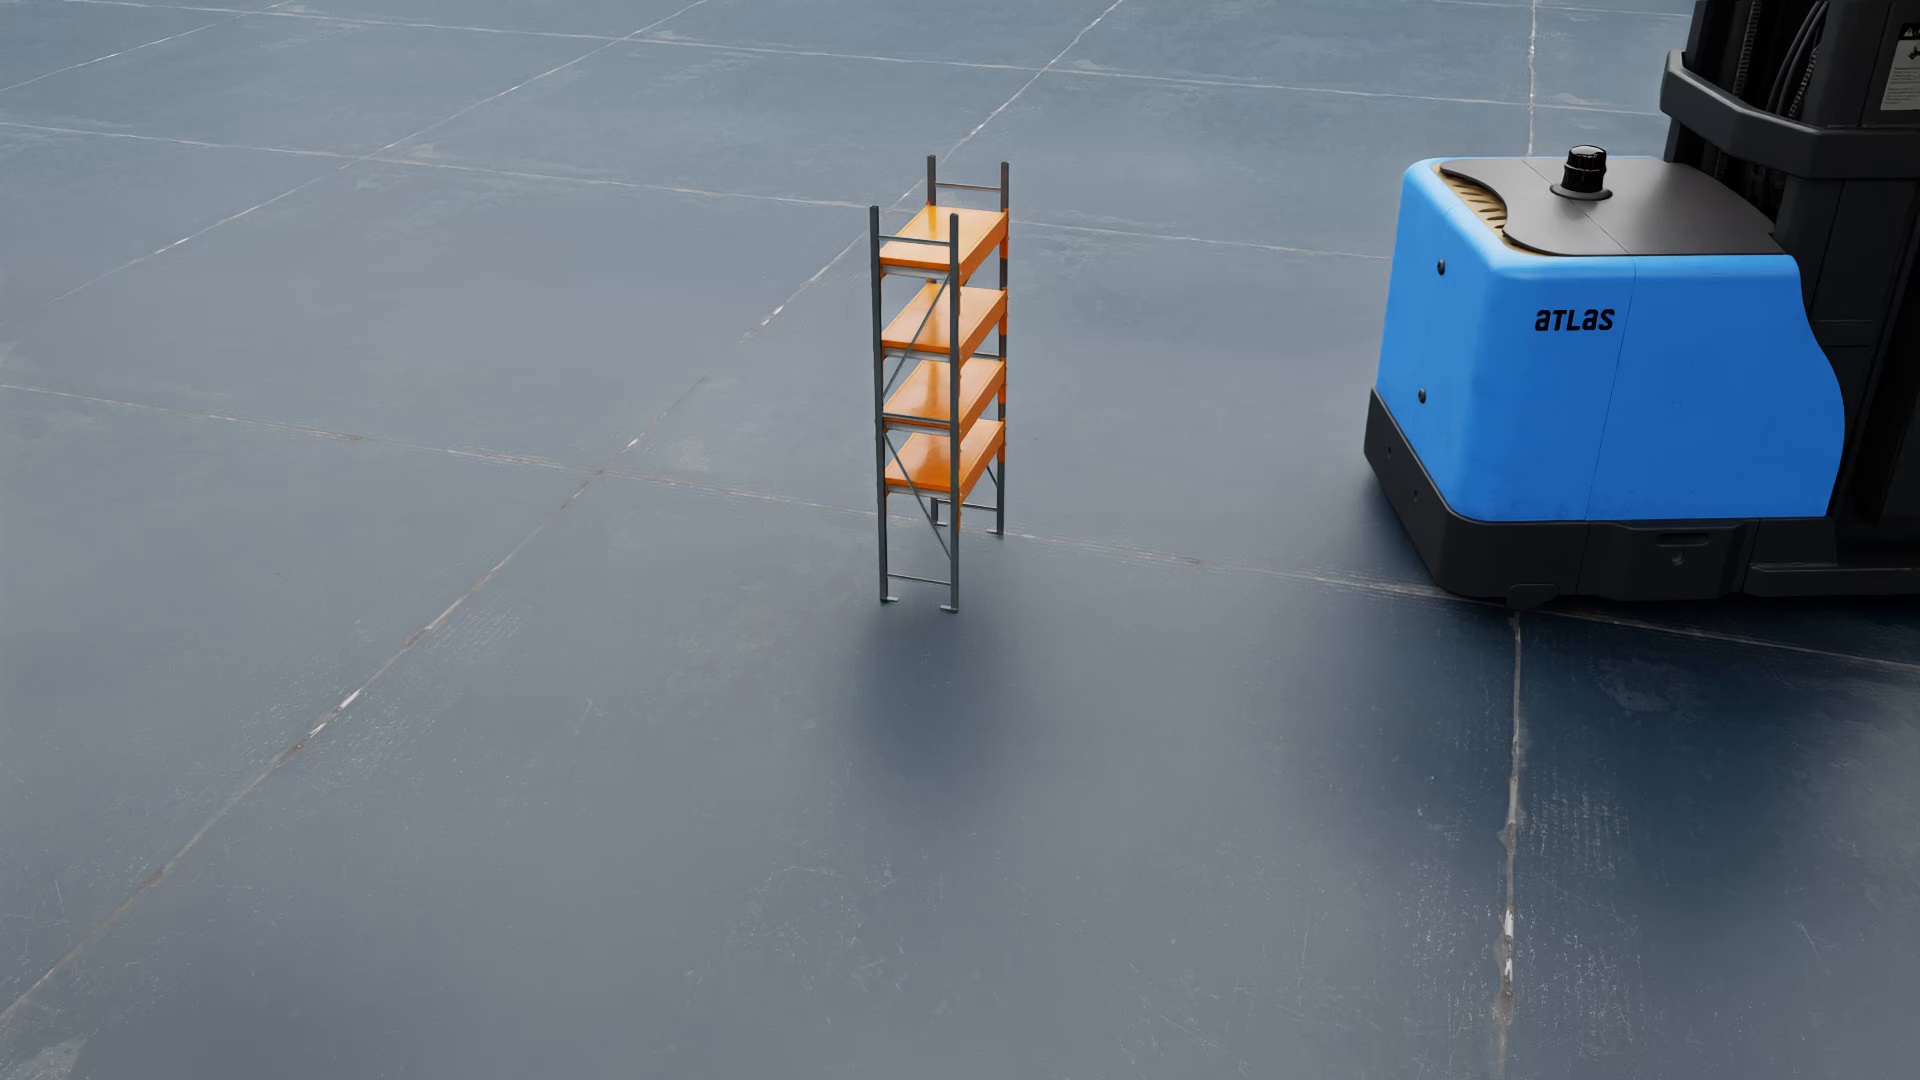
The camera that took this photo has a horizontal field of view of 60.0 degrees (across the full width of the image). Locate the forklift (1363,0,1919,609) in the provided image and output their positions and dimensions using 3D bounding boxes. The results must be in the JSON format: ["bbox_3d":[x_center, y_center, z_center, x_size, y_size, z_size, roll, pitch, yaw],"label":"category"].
[{"bbox_3d":[2.895,-1.331,4.628,3.031,2.935,1.130,-1,29,-2],"label":"forklift"}]

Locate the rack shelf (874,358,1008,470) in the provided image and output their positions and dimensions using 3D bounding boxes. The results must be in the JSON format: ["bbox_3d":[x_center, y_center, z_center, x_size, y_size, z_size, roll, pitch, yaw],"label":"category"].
[{"bbox_3d":[-0.049,-0.389,4.853,0.258,0.148,0.480,8,30,15],"label":"rack shelf"}]

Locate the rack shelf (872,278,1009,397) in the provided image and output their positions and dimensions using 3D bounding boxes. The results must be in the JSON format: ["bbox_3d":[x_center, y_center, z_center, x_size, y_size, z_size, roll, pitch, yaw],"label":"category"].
[{"bbox_3d":[-0.049,-0.584,4.744,0.258,0.148,0.480,8,30,15],"label":"rack shelf"}]

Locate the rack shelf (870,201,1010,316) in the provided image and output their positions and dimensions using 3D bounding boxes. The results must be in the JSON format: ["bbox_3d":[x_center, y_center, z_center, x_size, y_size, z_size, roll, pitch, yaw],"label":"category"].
[{"bbox_3d":[-0.049,-0.791,4.629,0.258,0.148,0.480,8,30,15],"label":"rack shelf"}]

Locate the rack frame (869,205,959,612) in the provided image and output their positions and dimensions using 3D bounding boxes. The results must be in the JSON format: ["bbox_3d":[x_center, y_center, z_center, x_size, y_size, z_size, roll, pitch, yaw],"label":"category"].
[{"bbox_3d":[-0.120,-0.334,4.616,0.240,1.200,0.015,8,30,15],"label":"rack frame"}]

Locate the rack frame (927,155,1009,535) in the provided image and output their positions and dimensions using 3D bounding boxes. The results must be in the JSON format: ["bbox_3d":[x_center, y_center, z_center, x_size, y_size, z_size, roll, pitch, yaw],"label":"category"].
[{"bbox_3d":[0.023,-0.561,5.024,0.240,1.200,0.015,8,30,15],"label":"rack frame"}]

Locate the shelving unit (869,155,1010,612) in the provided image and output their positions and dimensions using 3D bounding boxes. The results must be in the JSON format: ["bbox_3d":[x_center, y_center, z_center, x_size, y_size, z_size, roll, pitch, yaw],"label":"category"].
[{"bbox_3d":[-0.049,-0.447,4.820,0.258,1.200,0.503,8,30,15],"label":"shelving unit"}]

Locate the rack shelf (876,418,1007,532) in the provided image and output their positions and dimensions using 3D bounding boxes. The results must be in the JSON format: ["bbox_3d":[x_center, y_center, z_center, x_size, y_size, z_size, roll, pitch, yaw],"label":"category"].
[{"bbox_3d":[-0.049,-0.215,4.949,0.258,0.148,0.480,8,30,15],"label":"rack shelf"}]
